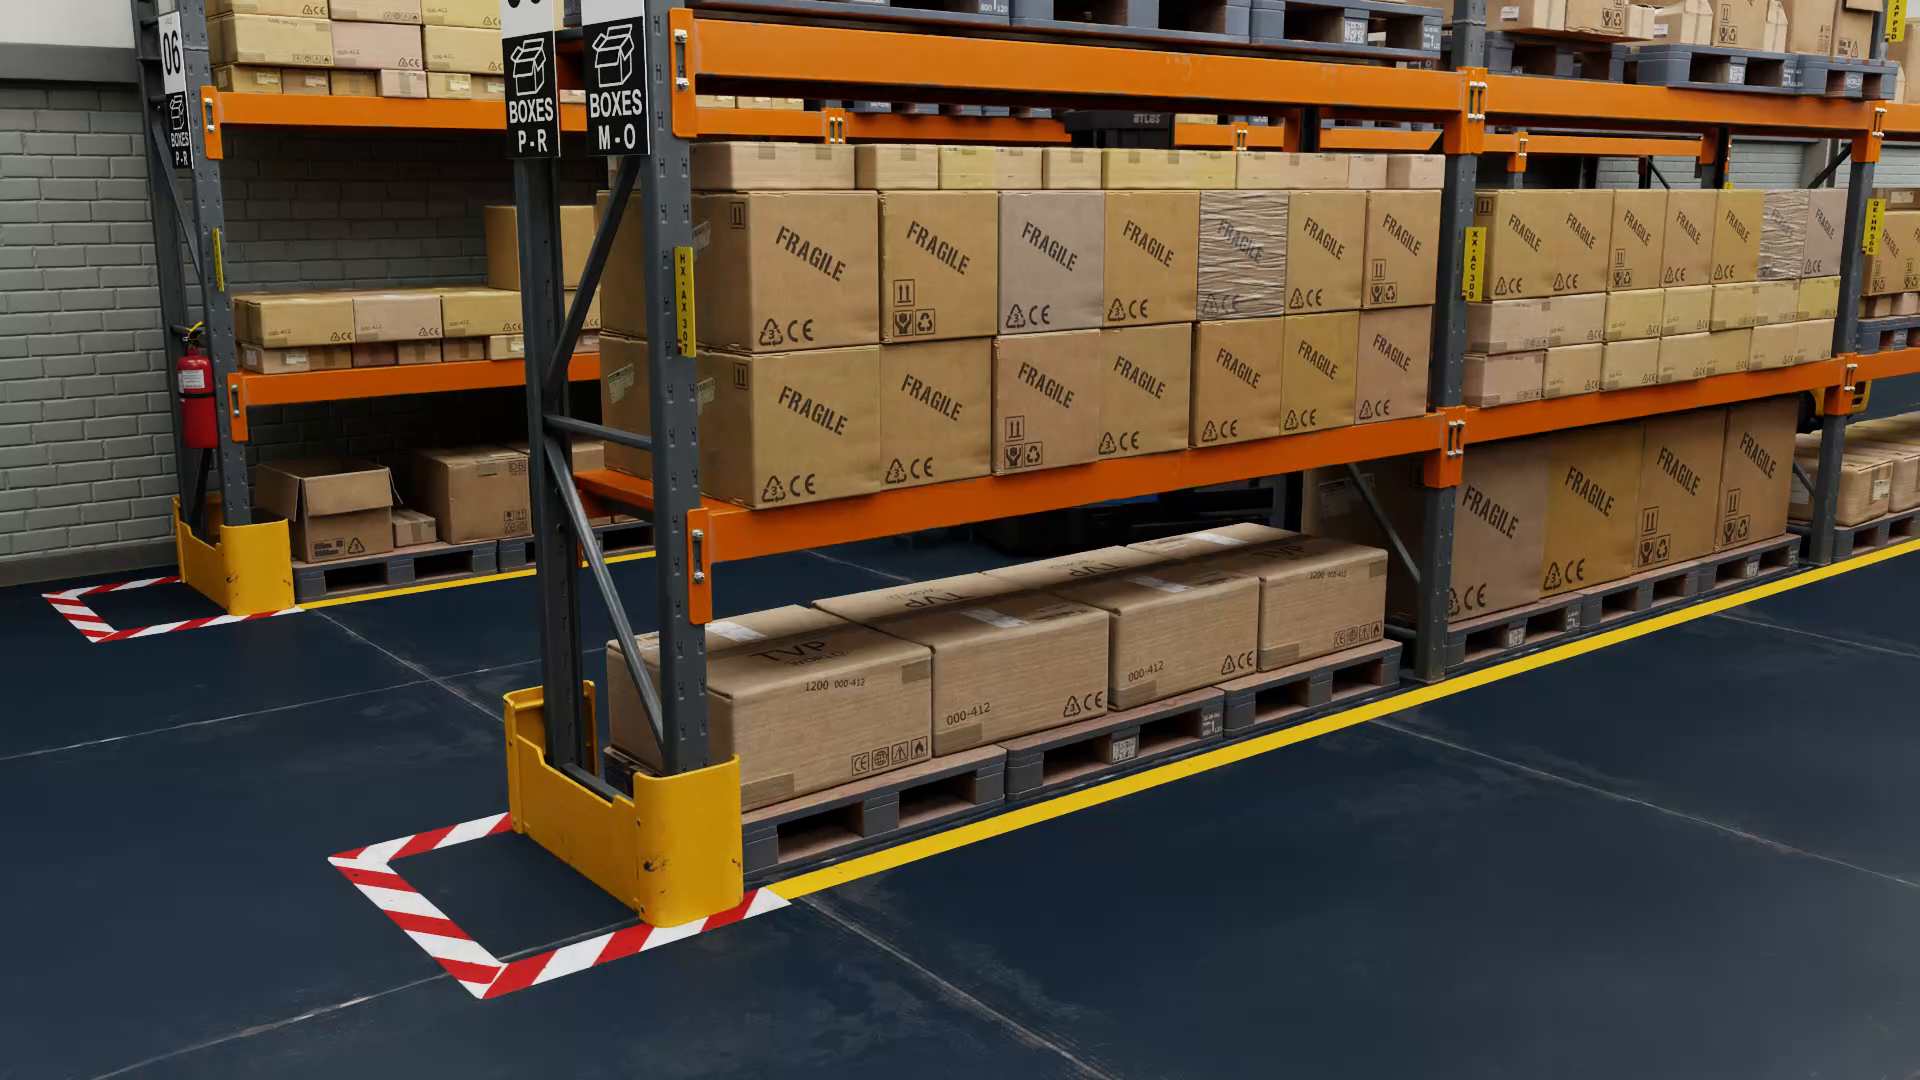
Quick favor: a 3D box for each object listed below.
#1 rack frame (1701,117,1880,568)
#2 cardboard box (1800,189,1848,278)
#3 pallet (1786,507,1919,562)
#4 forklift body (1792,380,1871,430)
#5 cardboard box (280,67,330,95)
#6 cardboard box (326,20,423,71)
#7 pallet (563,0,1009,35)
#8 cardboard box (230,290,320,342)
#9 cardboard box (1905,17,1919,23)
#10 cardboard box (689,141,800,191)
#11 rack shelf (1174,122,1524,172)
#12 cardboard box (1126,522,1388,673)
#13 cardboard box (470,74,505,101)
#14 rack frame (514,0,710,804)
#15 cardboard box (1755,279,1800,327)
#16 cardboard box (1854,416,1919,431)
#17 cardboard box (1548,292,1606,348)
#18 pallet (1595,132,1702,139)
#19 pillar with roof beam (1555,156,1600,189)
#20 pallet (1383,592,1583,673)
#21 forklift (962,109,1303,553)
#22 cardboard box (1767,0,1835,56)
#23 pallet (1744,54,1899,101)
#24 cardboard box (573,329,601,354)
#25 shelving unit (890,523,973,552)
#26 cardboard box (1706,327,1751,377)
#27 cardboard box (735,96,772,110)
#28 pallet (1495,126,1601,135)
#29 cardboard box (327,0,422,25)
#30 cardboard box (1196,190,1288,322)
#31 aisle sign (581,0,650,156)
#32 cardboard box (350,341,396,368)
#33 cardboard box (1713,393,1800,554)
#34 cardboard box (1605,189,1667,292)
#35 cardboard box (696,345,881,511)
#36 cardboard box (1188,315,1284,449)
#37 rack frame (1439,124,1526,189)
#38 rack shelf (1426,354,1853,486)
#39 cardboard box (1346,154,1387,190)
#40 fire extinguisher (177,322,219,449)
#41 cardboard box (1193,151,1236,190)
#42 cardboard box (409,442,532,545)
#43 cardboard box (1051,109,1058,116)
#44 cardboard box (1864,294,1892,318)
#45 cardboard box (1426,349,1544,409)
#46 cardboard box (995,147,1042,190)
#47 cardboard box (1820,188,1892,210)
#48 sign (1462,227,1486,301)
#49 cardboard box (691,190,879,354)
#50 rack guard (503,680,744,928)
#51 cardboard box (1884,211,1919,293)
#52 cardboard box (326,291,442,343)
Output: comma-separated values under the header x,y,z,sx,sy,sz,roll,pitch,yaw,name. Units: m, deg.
x,y,z,sx,sy,sz,roll,pitch,yaw,name
5.078,-1.383,10.418,0.127,3.000,1.000,-9,15,-38,rack frame
4.837,-1.811,9.788,0.500,0.500,0.500,-10,16,-39,cardboard box
5.689,-0.120,11.184,1.213,0.211,1.003,-9,15,-38,pallet
7.880,-2.268,16.632,1.214,2.155,2.313,-9,15,-38,forklift body
-3.690,-2.535,9.231,0.250,0.149,0.380,-9,15,-37,cardboard box
-3.372,-2.771,9.381,0.500,0.250,0.500,-9,15,-37,cardboard box
-0.596,-1.866,5.689,1.213,0.211,1.003,-9,15,-38,pallet
-4.080,-1.324,9.787,0.500,0.250,0.500,-9,15,-36,cardboard box
7.112,-3.668,12.108,0.500,0.250,0.500,-10,15,-39,cardboard box
-0.719,-1.201,5.354,0.250,0.149,0.380,-9,15,-36,cardboard box
3.536,-3.562,15.193,4.000,0.370,1.077,-9,15,-38,rack shelf
1.397,0.248,7.895,0.875,0.438,0.875,-10,15,-38,cardboard box
-2.866,-2.659,9.812,0.250,0.149,0.380,-10,15,-38,cardboard box
-1.169,-0.345,5.530,0.127,3.000,1.000,-9,15,-38,rack frame
4.460,-1.383,9.576,0.500,0.250,0.500,-10,16,-39,cardboard box
7.234,-0.659,12.328,0.625,0.372,0.950,-8,15,-34,cardboard box
2.864,-1.118,8.331,0.500,0.250,0.500,-9,15,-37,cardboard box
7.653,-4.562,18.381,1.213,0.211,1.003,-9,15,-38,pallet
9.803,-5.517,15.448,0.400,9.000,9.100,-9,15,-38,pillar with roof beam
2.510,0.388,8.793,1.213,0.211,1.003,-9,15,-38,pallet
1.543,-1.515,11.205,3.031,2.935,1.130,-4,13,-19,forklift
4.423,-2.945,9.303,0.500,0.500,0.700,-10,16,-40,cardboard box
4.608,-2.665,9.692,1.003,0.211,1.213,-9,15,-35,pallet
-2.457,-1.266,10.472,0.250,0.149,0.380,-9,15,-38,cardboard box
-0.188,-0.563,10.890,0.503,1.200,0.258,-9,15,-36,shelving unit
4.053,-1.070,9.307,0.500,0.250,0.500,-10,15,-38,cardboard box
-1.439,-2.887,10.885,0.250,0.149,0.380,-9,15,-38,cardboard box
5.747,-4.245,16.890,1.213,0.211,1.003,-9,15,-38,pallet
-3.361,-3.013,9.316,0.500,0.250,0.500,-10,15,-38,cardboard box
0.965,-1.163,6.738,0.500,0.500,0.500,-9,15,-37,cardboard box
-1.044,-1.560,4.994,0.004,0.787,0.394,-9,15,-38,aisle sign
-3.492,-1.105,9.714,0.250,0.149,0.380,-10,15,-38,cardboard box
4.486,-0.473,10.237,0.875,0.875,0.875,-10,15,-38,cardboard box
3.251,-1.547,8.546,0.500,0.500,0.500,-10,16,-39,cardboard box
-0.615,-0.409,5.593,0.500,0.500,0.500,-10,15,-38,cardboard box
0.970,-0.676,6.848,0.500,0.500,0.500,-10,15,-38,cardboard box
5.097,-2.706,16.652,0.127,3.000,1.000,-9,15,-38,rack frame
3.516,-0.771,9.271,4.000,0.370,1.077,-9,15,-38,rack shelf
1.639,-1.611,7.283,0.250,0.149,0.380,-9,15,-36,cardboard box
-4.099,-0.835,8.923,0.183,0.674,0.296,-9,15,-38,fire extinguisher
0.875,-1.472,6.628,0.250,0.149,0.380,-10,15,-39,cardboard box
-3.044,-0.300,10.329,0.500,0.500,0.700,-9,15,-35,cardboard box
0.942,-3.345,12.799,0.500,0.250,0.500,-9,15,-38,cardboard box
5.689,-1.508,10.604,0.250,0.149,0.380,-11,16,-41,cardboard box
2.463,-0.804,8.057,0.500,0.250,0.500,-10,15,-39,cardboard box
0.082,-1.341,6.015,0.250,0.149,0.380,-9,15,-37,cardboard box
6.179,-2.358,11.481,0.250,0.149,0.380,-10,16,-40,cardboard box
2.302,-1.236,7.453,0.005,0.325,0.100,-9,15,-38,sign
-0.616,-0.899,5.491,0.500,0.500,0.500,-10,15,-39,cardboard box
-1.188,0.881,5.775,0.348,0.500,1.175,-9,15,-38,rack guard
5.976,-1.872,10.756,0.500,0.500,0.500,-8,15,-35,cardboard box
-3.357,-1.302,9.683,0.500,0.250,0.500,-9,15,-37,cardboard box
